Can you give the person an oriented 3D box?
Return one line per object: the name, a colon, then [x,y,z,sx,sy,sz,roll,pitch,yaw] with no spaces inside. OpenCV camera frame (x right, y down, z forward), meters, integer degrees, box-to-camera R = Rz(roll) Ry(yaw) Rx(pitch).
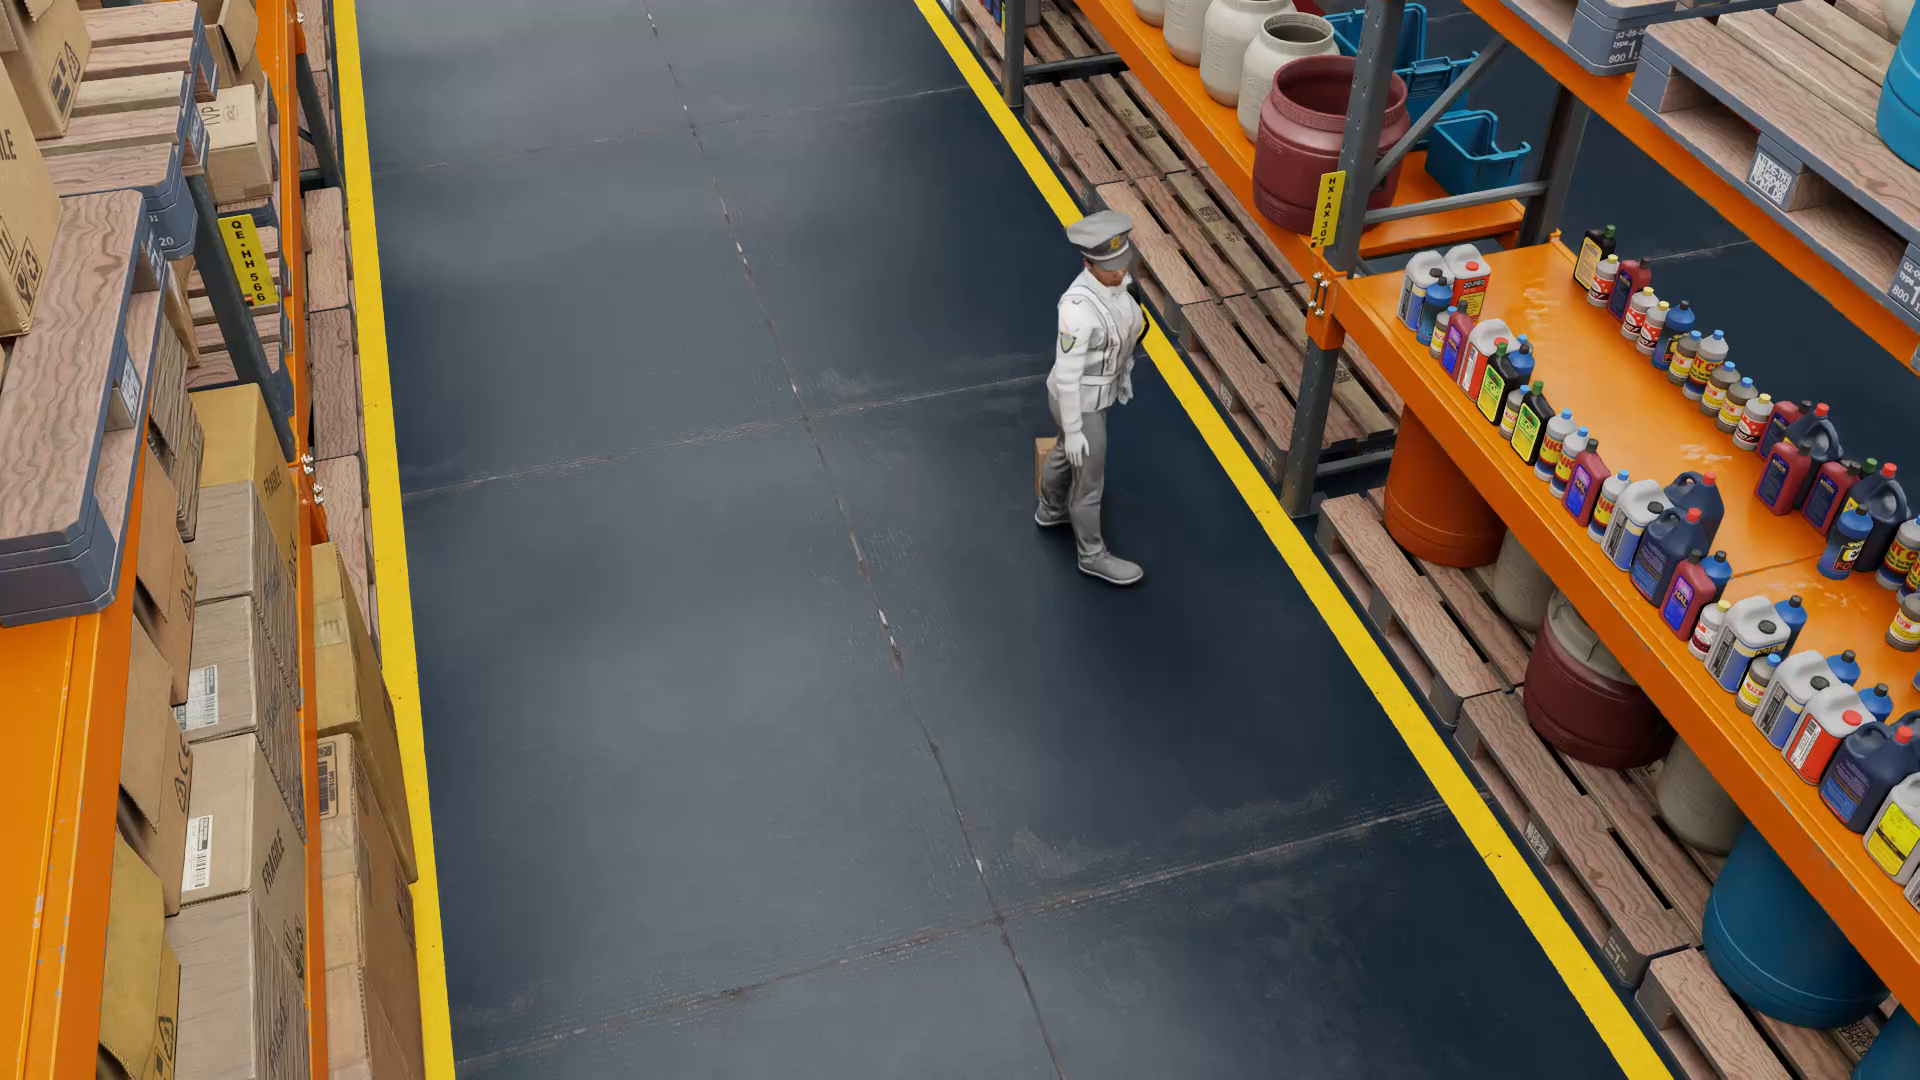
person: [0.560,-0.566,6.736,0.561,1.666,0.573,15,44,15]
